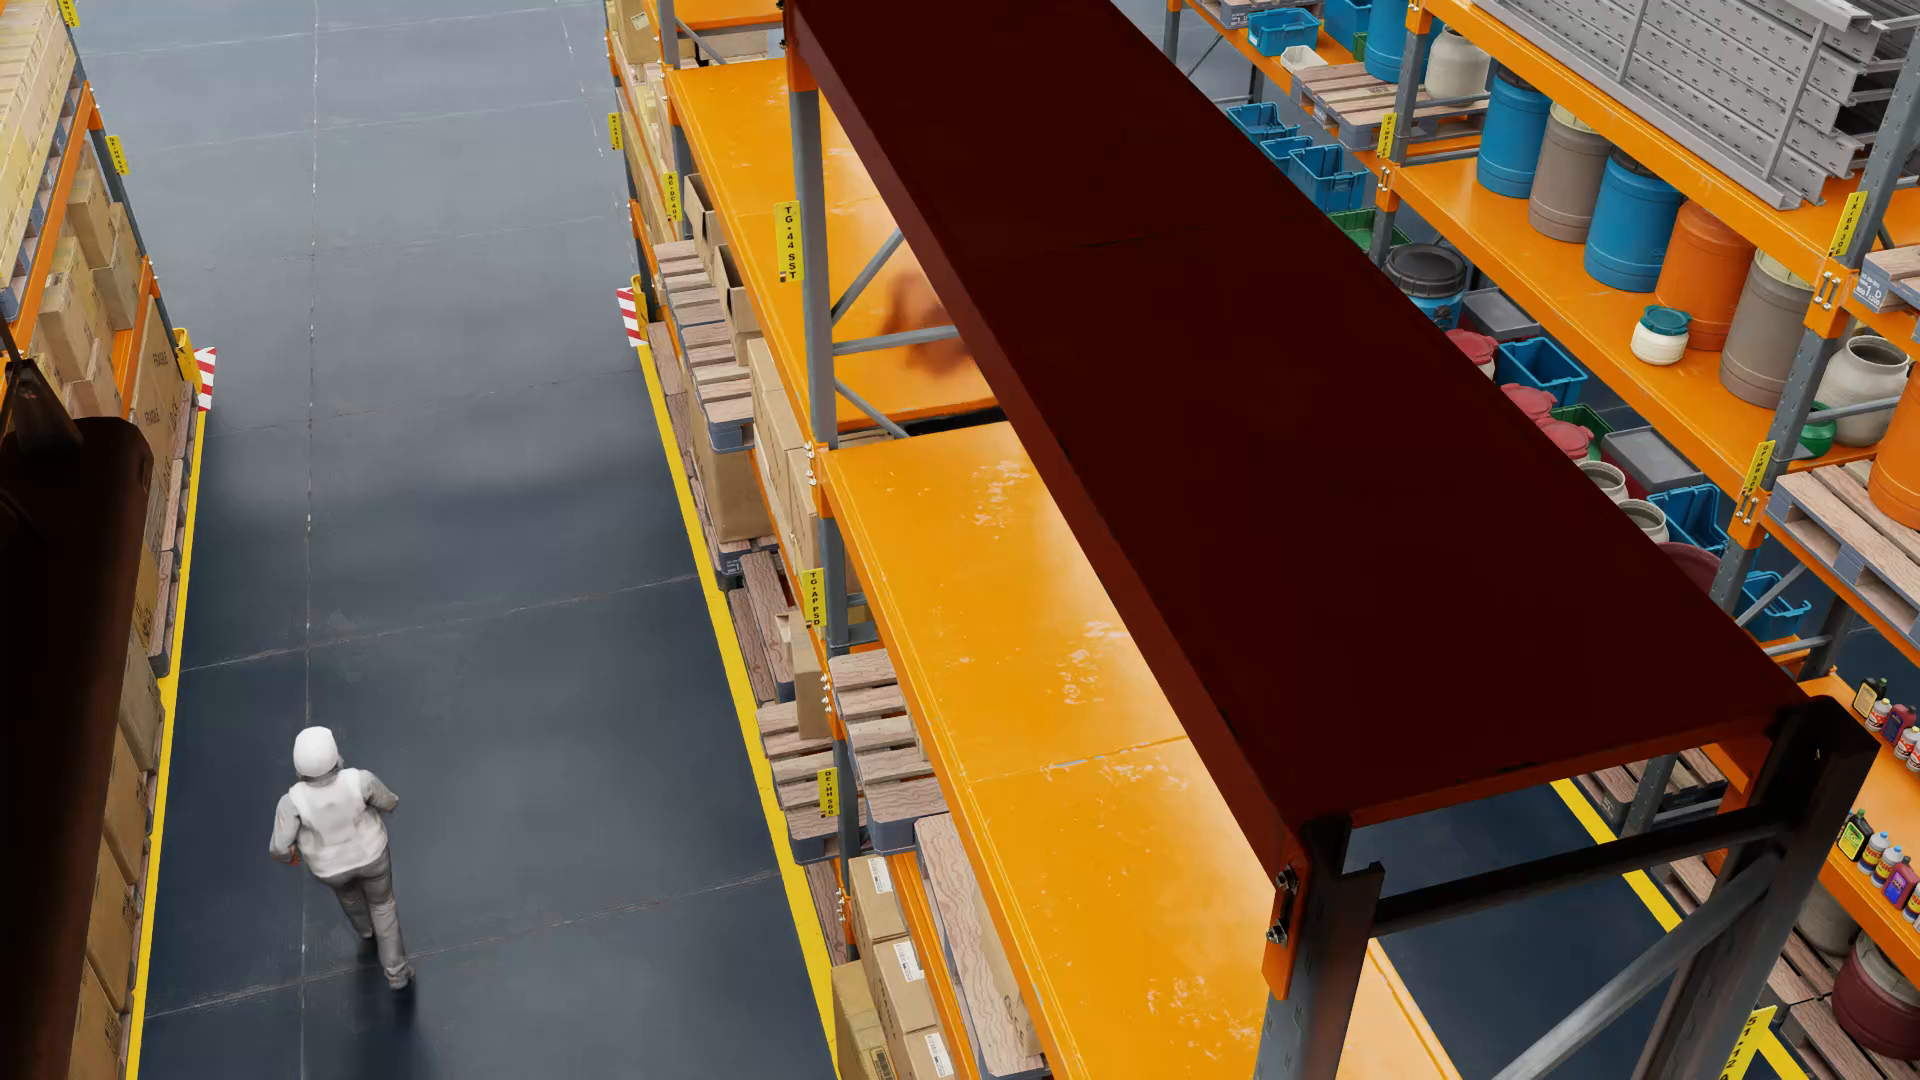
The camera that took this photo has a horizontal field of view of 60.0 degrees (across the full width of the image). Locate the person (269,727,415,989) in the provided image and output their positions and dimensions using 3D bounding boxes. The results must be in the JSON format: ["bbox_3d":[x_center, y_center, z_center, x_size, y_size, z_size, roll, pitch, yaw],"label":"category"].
[{"bbox_3d":[-3.379,1.751,9.184,0.675,1.803,0.851,-14,40,-17],"label":"person"}]
